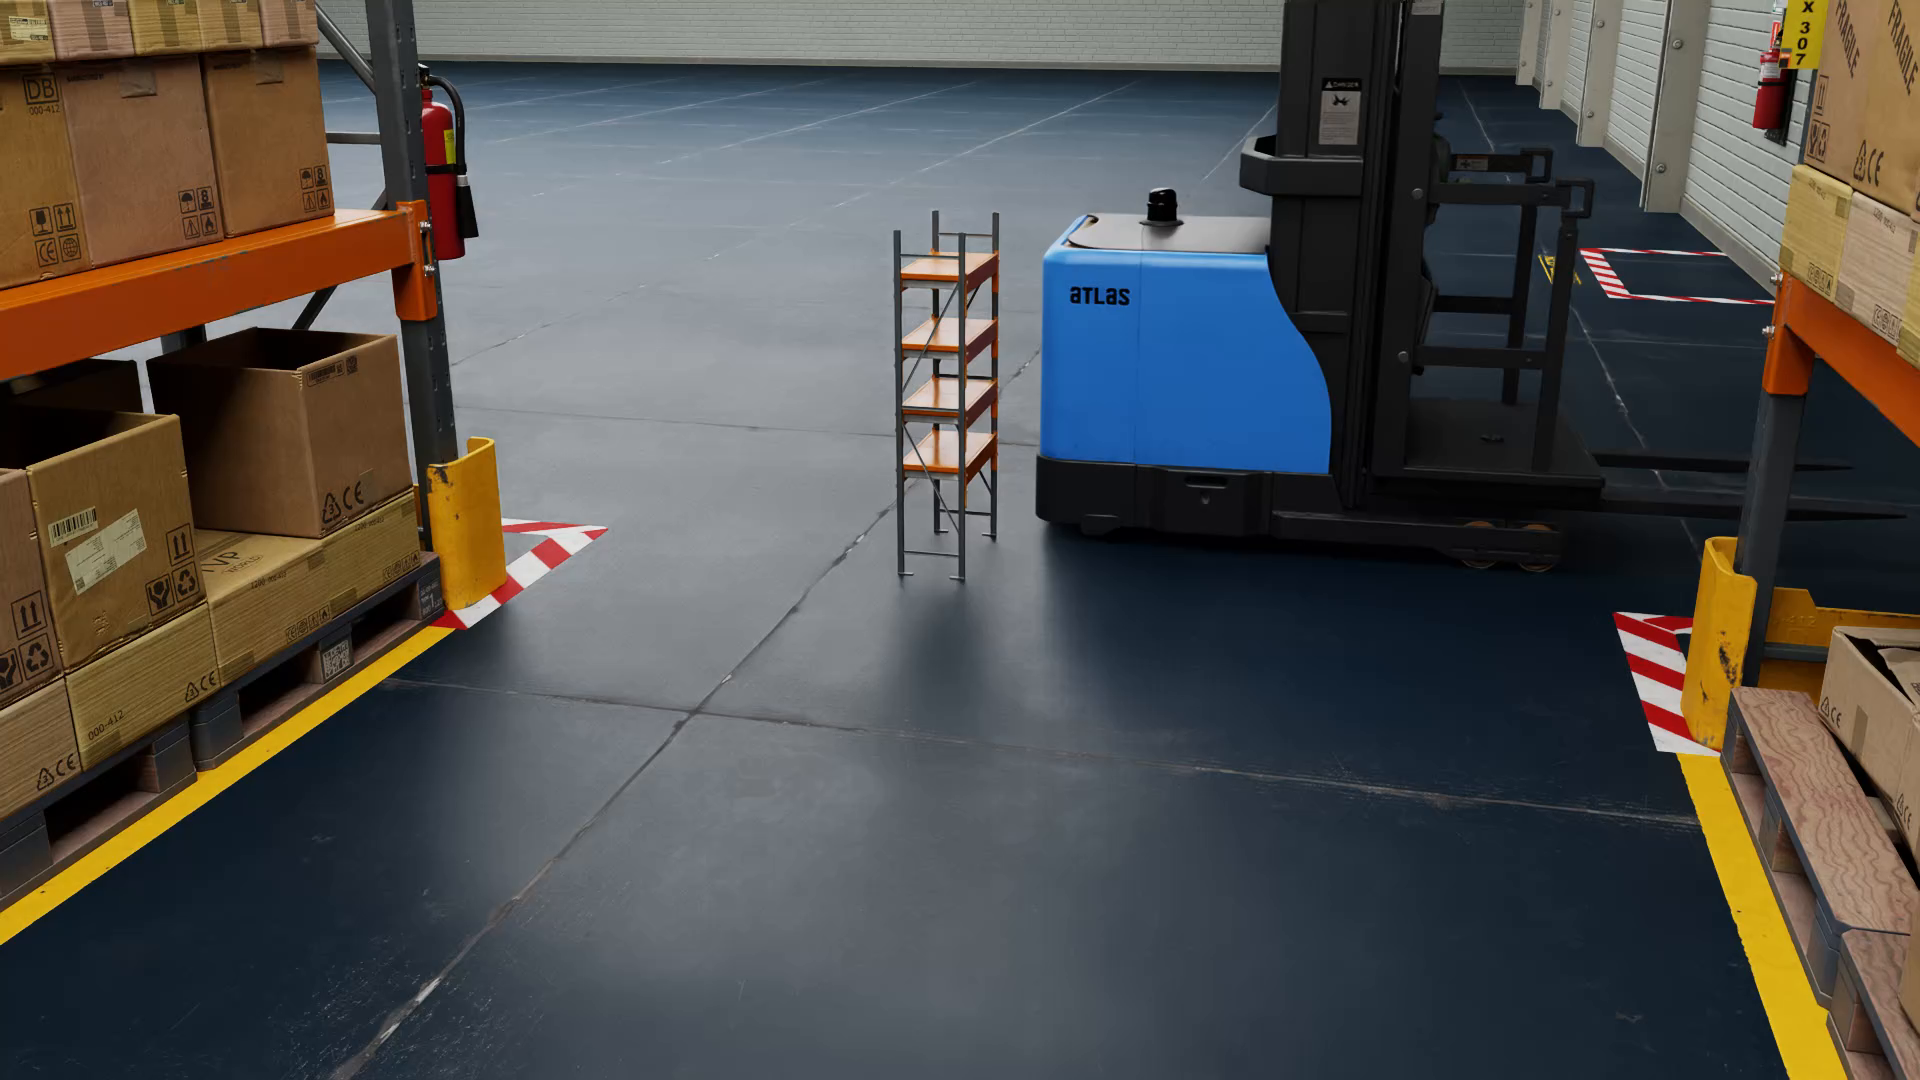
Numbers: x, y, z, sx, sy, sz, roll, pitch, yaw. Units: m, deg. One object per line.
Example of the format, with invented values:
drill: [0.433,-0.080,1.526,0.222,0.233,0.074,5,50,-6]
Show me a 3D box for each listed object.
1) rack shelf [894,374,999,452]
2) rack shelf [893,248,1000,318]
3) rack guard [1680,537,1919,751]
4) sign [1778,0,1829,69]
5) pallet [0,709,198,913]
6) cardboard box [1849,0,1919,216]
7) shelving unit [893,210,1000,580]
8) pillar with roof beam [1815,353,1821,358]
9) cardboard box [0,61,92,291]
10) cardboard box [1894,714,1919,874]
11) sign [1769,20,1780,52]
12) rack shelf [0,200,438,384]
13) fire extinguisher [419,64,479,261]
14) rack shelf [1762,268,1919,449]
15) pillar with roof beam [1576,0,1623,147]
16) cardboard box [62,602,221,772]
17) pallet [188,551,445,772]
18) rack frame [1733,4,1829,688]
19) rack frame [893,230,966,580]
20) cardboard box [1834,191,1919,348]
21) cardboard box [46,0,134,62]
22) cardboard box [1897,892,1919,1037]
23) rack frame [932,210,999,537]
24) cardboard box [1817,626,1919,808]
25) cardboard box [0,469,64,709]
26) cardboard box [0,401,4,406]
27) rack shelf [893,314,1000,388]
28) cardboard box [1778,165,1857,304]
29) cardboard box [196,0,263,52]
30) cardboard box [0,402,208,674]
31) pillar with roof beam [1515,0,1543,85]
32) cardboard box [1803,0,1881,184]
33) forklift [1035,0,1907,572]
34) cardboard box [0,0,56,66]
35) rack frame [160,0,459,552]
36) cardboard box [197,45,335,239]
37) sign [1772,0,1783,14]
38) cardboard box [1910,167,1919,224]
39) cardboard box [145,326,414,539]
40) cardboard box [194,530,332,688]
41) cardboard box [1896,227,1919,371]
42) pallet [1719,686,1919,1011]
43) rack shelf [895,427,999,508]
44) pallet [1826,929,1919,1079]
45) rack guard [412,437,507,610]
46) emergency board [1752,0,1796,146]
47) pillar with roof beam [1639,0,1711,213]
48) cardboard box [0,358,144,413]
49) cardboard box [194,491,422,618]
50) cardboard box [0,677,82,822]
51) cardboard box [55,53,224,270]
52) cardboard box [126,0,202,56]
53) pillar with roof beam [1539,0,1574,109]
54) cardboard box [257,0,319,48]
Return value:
rack shelf: [-0.040,-0.452,5.863,0.258,0.148,0.480,5,19,13]
rack shelf: [-0.040,-0.888,5.715,0.258,0.148,0.480,5,19,13]
rack guard: [2.614,0.323,4.469,1.175,0.500,0.348,5,19,13]
sign: [2.106,-1.336,4.120,0.100,0.325,0.005,5,19,13]
pallet: [-2.618,0.670,3.900,1.003,0.211,1.213,5,19,13]
cardboard box: [2.094,-0.897,3.215,0.500,0.500,0.500,5,19,14]
shelving unit: [-0.040,-0.516,5.842,0.258,1.200,0.503,5,19,13]
pillar with roof beam: [0.592,-5.656,8.824,9.100,9.000,0.400,5,19,13]
cardboard box: [-2.549,-0.856,3.898,0.700,0.500,0.500,5,19,14]
cardboard box: [2.237,0.569,3.361,0.500,0.311,0.500,6,20,18]
sign: [5.642,-3.430,11.535,0.001,0.329,0.234,5,19,13]
rack shelf: [-2.661,-0.307,3.558,1.077,0.370,4.000,5,19,13]
fire extinguisher: [-1.693,-1.238,5.291,0.296,0.674,0.183,5,19,13]
rack shelf: [2.144,0.083,2.416,1.077,0.370,4.000,5,19,13]
pillar with roof beam: [3.524,-9.417,19.836,9.100,9.000,0.400,5,19,13]
cardboard box: [-2.247,0.334,4.172,0.500,0.250,0.500,5,19,13]
pallet: [-2.318,0.288,5.016,1.003,0.211,1.213,5,19,13]
rack frame: [2.633,-0.884,4.135,1.000,3.000,0.127,5,19,13]
rack frame: [-0.100,-0.439,5.618,0.240,1.200,0.015,5,19,13]
cardboard box: [2.092,-0.531,3.302,0.500,0.250,0.500,4,19,12]
cardboard box: [-2.269,-1.253,4.056,0.380,0.149,0.250,5,19,14]
cardboard box: [2.009,0.705,2.669,0.700,0.500,0.500,3,19,10]
rack frame: [0.019,-0.592,6.066,0.240,1.200,0.015,5,19,13]
cardboard box: [2.376,0.390,3.884,0.500,0.311,0.500,2,19,7]
cardboard box: [-2.368,0.136,3.592,0.500,0.500,0.500,5,19,13]
cardboard box: [-2.749,-0.061,4.171,0.500,0.500,0.500,5,19,13]
rack shelf: [-0.040,-0.664,5.791,0.258,0.148,0.480,5,19,13]
cardboard box: [2.206,-0.695,3.782,0.500,0.250,0.500,4,19,12]
cardboard box: [-2.143,-1.411,4.521,0.380,0.149,0.250,5,20,15]
cardboard box: [-2.244,-0.020,4.050,0.500,0.500,0.500,5,19,13]
pillar with roof beam: [6.456,-13.178,30.848,9.100,9.000,0.400,5,19,13]
cardboard box: [2.225,-1.051,3.666,0.500,0.500,0.500,5,19,13]
forklift: [1.852,-1.460,5.927,3.031,2.935,1.130,4,19,11]
cardboard box: [-2.333,-1.170,3.815,0.380,0.149,0.250,5,20,15]
rack frame: [-2.172,-1.274,5.277,1.000,3.000,0.127,5,19,13]
cardboard box: [-2.298,-1.176,4.835,0.700,0.500,0.500,5,19,13]
sign: [5.632,-3.681,11.447,0.001,0.109,0.331,5,19,13]
cardboard box: [1.962,-0.736,2.742,0.500,0.500,0.500,4,19,12]
cardboard box: [-2.014,-0.335,4.971,0.500,0.500,0.500,5,19,13]
cardboard box: [-2.127,0.177,4.632,0.500,0.250,0.500,5,19,13]
cardboard box: [1.962,-0.372,2.836,0.500,0.250,0.500,4,19,13]
pallet: [2.381,0.711,3.779,1.003,0.211,1.213,5,19,13]
rack shelf: [-0.040,-0.264,5.928,0.258,0.148,0.480,5,19,13]
pallet: [2.081,1.092,2.663,1.003,0.211,1.213,5,19,13]
rack guard: [-2.166,-0.099,5.703,1.175,0.500,0.348,5,19,13]
emergency board: [5.407,-3.248,11.057,0.194,1.169,0.643,5,19,13]
pillar with roof beam: [2.058,-7.536,14.330,9.100,9.000,0.400,5,19,13]
cardboard box: [-2.639,-0.219,4.632,0.500,0.500,0.500,5,19,13]
cardboard box: [-2.016,0.020,5.093,0.500,0.250,0.500,5,19,13]
cardboard box: [-2.371,0.491,3.714,0.500,0.250,0.500,5,19,13]
cardboard box: [-2.422,-1.011,4.352,0.700,0.500,0.500,5,20,15]
cardboard box: [-2.205,-1.331,4.286,0.380,0.149,0.250,4,19,13]
pillar with roof beam: [4.990,-11.298,25.342,9.100,9.000,0.400,5,19,13]
cardboard box: [-2.080,-1.494,4.761,0.380,0.149,0.250,4,19,12]
